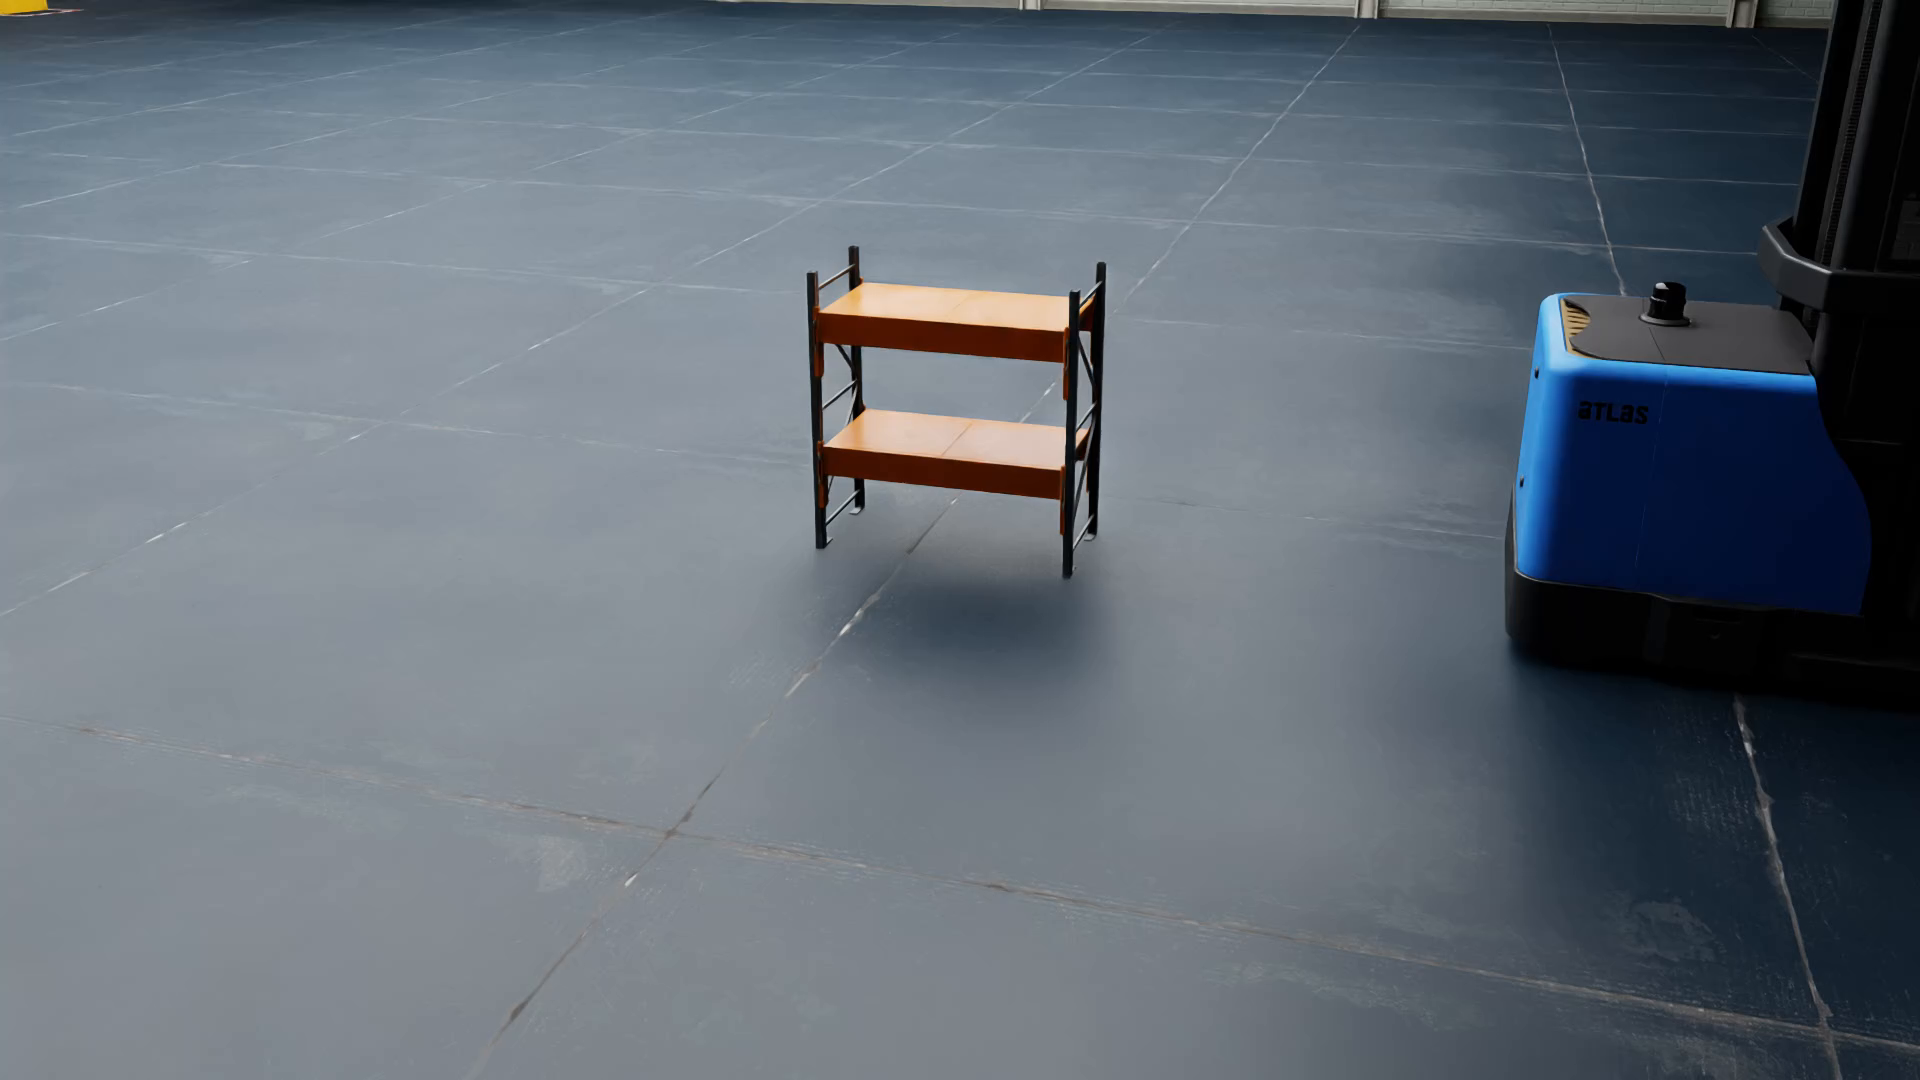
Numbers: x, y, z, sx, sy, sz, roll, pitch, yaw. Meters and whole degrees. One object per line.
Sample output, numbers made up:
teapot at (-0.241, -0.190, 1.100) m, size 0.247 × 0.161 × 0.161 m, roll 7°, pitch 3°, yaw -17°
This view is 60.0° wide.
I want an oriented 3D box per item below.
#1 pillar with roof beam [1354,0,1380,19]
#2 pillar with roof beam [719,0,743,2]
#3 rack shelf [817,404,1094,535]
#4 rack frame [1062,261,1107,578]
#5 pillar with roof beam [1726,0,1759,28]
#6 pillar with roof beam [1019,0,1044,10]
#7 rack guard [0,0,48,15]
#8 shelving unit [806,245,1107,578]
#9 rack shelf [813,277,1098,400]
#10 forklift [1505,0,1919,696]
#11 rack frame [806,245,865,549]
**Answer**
pillar with roof beam at (5.823, -11.690, 23.412) m, size 0.400 × 9.000 × 9.100 m, roll 7°, pitch 23°, yaw 16°
pillar with roof beam at (-5.665, -13.006, 26.619) m, size 0.400 × 9.000 × 9.100 m, roll 7°, pitch 23°, yaw 16°
rack shelf at (-0.006, -0.295, 6.651) m, size 1.000 × 0.278 × 0.538 m, roll 7°, pitch 23°, yaw 16°
rack frame at (0.480, -0.465, 6.422) m, size 0.032 × 1.125 × 0.500 m, roll 7°, pitch 23°, yaw 16°
pillar with roof beam at (11.567, -11.032, 21.808) m, size 0.400 × 9.000 × 9.100 m, roll 7°, pitch 23°, yaw 16°
pillar with roof beam at (0.079, -12.348, 25.015) m, size 0.400 × 9.000 × 9.100 m, roll 7°, pitch 23°, yaw 16°
rack guard at (-17.007, -9.754, 29.890) m, size 0.348 × 0.500 × 1.175 m, roll 7°, pitch 23°, yaw 16°
shelving unit at (-0.006, -0.521, 6.558) m, size 1.048 × 1.125 × 0.538 m, roll 7°, pitch 23°, yaw 16°
rack shelf at (-0.006, -0.792, 6.447) m, size 1.000 × 0.278 × 0.538 m, roll 7°, pitch 23°, yaw 16°
forklift at (3.479, -0.962, 5.252) m, size 3.031 × 2.935 × 1.130 m, roll 6°, pitch 23°, yaw 15°
rack frame at (-0.493, -0.577, 6.694) m, size 0.032 × 1.125 × 0.500 m, roll 7°, pitch 23°, yaw 16°
